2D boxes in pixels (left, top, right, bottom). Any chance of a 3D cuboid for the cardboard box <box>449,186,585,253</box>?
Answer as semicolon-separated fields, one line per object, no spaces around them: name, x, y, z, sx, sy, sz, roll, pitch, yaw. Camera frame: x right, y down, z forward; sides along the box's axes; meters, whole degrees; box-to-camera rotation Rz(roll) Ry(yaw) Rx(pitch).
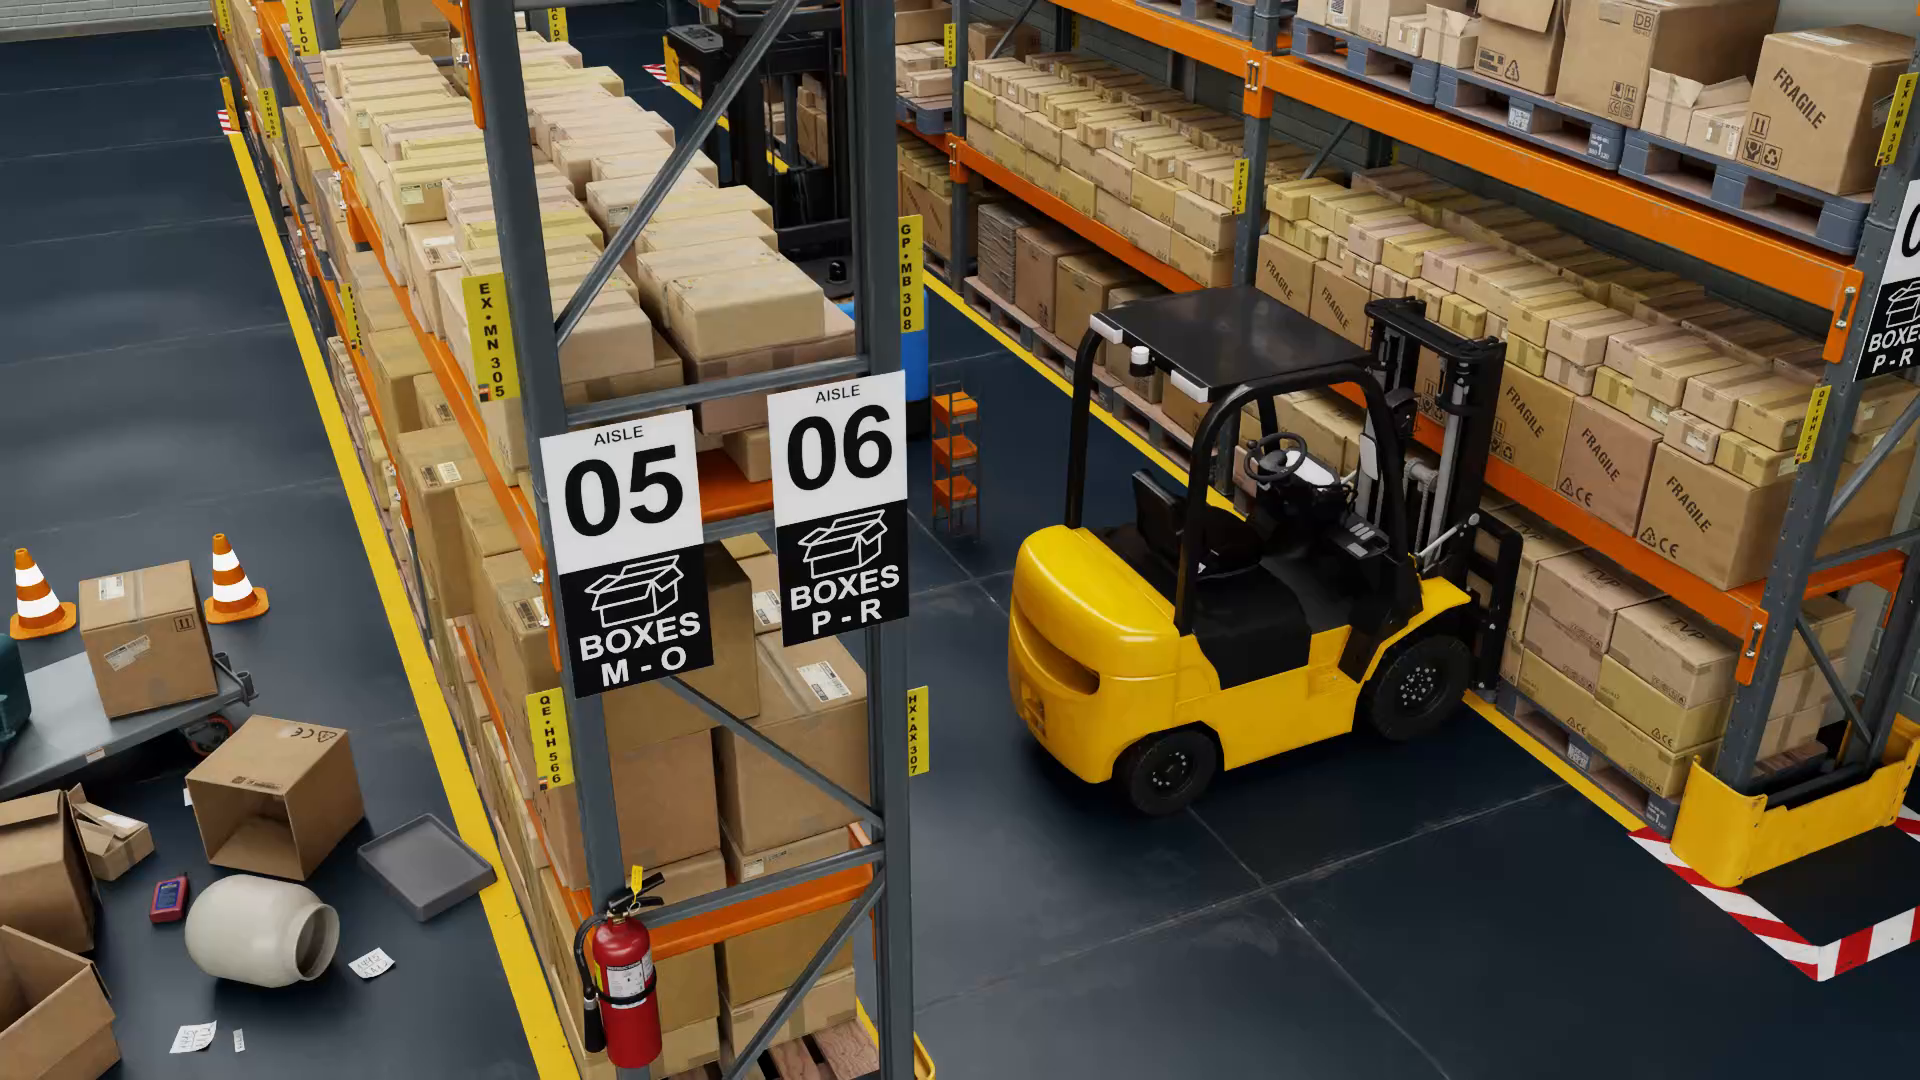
cardboard box;-1.410;-1.003;5.319;0.380;0.149;0.250;-13;32;-22

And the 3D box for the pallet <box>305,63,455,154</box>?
pallet;-2.521;-2.194;8.194;1.213;0.211;1.003;-13;32;-22

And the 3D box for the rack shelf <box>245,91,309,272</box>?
rack shelf;-4.928;-3.009;13.258;1.077;0.370;4.000;-13;32;-22

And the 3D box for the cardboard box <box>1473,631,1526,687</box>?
cardboard box;2.948;0.481;8.680;0.500;0.250;0.500;-13;32;-21

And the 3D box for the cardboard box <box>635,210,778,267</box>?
cardboard box;-0.778;-0.883;5.106;0.380;0.149;0.250;-13;32;-22

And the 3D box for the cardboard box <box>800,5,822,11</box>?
cardboard box;-1.077;-4.988;15.519;0.700;0.500;0.500;-13;32;-21

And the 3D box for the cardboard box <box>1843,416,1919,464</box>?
cardboard box;3.935;-0.480;7.247;0.380;0.149;0.250;-14;32;-23

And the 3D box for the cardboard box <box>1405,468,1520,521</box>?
cardboard box;2.706;-0.178;8.833;0.500;0.250;0.500;-14;32;-23

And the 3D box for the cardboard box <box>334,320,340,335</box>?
cardboard box;-4.291;-2.019;12.499;0.875;0.875;0.875;-13;32;-22

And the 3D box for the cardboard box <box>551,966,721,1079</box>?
cardboard box;-1.235;1.799;6.329;0.500;0.250;0.500;-13;32;-22

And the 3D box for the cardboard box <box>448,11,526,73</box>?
cardboard box;-2.241;-2.441;8.166;0.500;0.250;0.500;-14;32;-23

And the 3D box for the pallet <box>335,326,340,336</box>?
pallet;-4.340;-1.587;12.838;1.003;0.211;1.213;-13;32;-22

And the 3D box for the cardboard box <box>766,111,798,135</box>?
cardboard box;-1.810;-4.374;17.443;0.380;0.149;0.250;-14;32;-23

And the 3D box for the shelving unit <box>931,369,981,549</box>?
shelving unit;-0.023;-0.482;10.008;0.215;1.050;0.252;-13;32;-22

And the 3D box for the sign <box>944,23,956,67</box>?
sign;-0.074;-3.836;12.894;0.100;0.325;0.005;-13;32;-22

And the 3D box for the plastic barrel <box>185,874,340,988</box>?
plastic barrel;-2.889;1.624;6.895;0.512;0.421;0.421;7;30;13

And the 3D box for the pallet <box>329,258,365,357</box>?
pallet;-3.183;-1.490;10.009;1.003;0.211;1.213;-13;32;-22

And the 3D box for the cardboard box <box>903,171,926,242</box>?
cardboard box;-0.169;-2.941;14.528;0.500;0.500;0.500;-14;32;-23

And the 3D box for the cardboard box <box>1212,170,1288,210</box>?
cardboard box;1.782;-2.147;10.220;0.380;0.149;0.250;-12;31;-20

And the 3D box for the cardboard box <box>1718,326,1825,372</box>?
cardboard box;3.687;-0.835;7.576;0.380;0.149;0.250;-12;32;-21

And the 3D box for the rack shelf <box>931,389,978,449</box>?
rack shelf;-0.023;-0.720;9.875;0.215;0.259;0.240;-13;32;-22

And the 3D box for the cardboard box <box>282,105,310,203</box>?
cardboard box;-4.085;-2.549;10.865;0.500;0.500;0.500;-14;32;-23

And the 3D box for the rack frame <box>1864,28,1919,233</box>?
rack frame;3.846;-2.566;5.599;1.000;3.000;0.127;-13;32;-22

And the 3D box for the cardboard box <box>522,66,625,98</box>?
cardboard box;-1.577;-1.805;6.750;0.380;0.149;0.250;-12;31;-21

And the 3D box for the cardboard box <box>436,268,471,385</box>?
cardboard box;-1.301;-0.673;5.139;0.500;0.250;0.500;-14;32;-23

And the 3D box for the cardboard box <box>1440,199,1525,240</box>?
cardboard box;2.899;-1.764;9.232;0.380;0.149;0.250;-14;32;-23

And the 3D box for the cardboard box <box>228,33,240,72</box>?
cardboard box;-6.442;-4.627;15.306;0.500;0.500;0.500;-14;32;-23

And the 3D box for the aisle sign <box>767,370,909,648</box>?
aisle sign;-0.328;-0.077;4.636;0.394;0.787;0.004;-13;32;-22

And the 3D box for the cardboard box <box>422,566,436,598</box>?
cardboard box;-2.343;0.119;7.896;0.380;0.149;0.250;-13;32;-21

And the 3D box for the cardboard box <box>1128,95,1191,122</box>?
cardboard box;1.411;-3.035;11.802;0.380;0.149;0.250;-12;31;-21

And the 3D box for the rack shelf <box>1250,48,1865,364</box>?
rack shelf;2.988;-1.828;8.084;1.077;0.370;4.000;-13;32;-22

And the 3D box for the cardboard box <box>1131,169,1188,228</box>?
cardboard box;1.460;-2.258;10.825;0.500;0.250;0.500;-14;32;-23

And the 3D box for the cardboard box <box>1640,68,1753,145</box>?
cardboard box;3.108;-1.840;6.977;0.396;0.266;0.258;-13;32;-22

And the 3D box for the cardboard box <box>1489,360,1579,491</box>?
cardboard box;2.963;-0.613;8.147;0.500;0.500;0.500;-14;32;-23

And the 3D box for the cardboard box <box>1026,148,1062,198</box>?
cardboard box;0.821;-2.721;12.162;0.500;0.250;0.500;-14;32;-24

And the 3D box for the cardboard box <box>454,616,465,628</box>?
cardboard box;-1.966;0.211;7.037;0.380;0.149;0.250;-13;32;-22

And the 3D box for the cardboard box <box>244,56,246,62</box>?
cardboard box;-5.603;-3.881;13.720;0.500;0.250;0.500;-13;32;-21

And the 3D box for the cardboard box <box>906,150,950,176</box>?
cardboard box;-0.247;-3.264;14.440;0.380;0.149;0.250;-14;32;-24

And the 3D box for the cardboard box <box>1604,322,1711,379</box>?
cardboard box;3.192;-0.858;7.616;0.380;0.149;0.250;-13;32;-22

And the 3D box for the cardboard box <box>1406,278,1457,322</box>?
cardboard box;2.552;-1.275;8.665;0.380;0.149;0.250;-14;32;-24

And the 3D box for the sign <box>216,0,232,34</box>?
sign;-6.287;-4.501;14.217;0.100;0.325;0.005;-13;32;-22

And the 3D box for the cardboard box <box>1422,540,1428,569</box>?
cardboard box;2.697;0.030;8.973;0.500;0.250;0.500;-13;32;-22

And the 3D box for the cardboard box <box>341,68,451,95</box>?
cardboard box;-2.269;-1.784;6.713;0.380;0.149;0.250;-14;32;-24

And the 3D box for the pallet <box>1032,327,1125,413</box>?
pallet;1.250;-1.357;12.427;1.003;0.211;1.213;-13;32;-22

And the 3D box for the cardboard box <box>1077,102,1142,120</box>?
cardboard box;1.045;-2.945;11.642;0.380;0.149;0.250;-13;32;-22

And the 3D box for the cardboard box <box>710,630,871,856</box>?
cardboard box;-0.588;0.654;5.584;0.500;0.500;0.500;-14;32;-23

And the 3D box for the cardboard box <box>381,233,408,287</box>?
cardboard box;-1.966;-1.094;6.297;0.380;0.149;0.250;-14;32;-23

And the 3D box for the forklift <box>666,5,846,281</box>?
forklift;-1.321;-2.522;11.723;1.121;2.935;3.031;-14;32;-24

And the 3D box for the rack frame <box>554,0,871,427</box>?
rack frame;-0.632;-1.523;3.738;0.949;2.616;0.053;-13;32;-22

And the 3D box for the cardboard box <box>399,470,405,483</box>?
cardboard box;-2.415;-0.593;7.807;0.500;0.500;0.500;-13;32;-22

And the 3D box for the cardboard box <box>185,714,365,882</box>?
cardboard box;-3.121;1.176;7.613;0.500;0.500;0.500;7;30;13

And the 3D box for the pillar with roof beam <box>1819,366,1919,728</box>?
pillar with roof beam;0.473;-2.159;4.873;9.100;9.000;0.400;-13;32;-22

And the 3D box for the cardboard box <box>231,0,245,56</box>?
cardboard box;-5.614;-4.213;13.544;0.500;0.500;0.500;-13;32;-22
